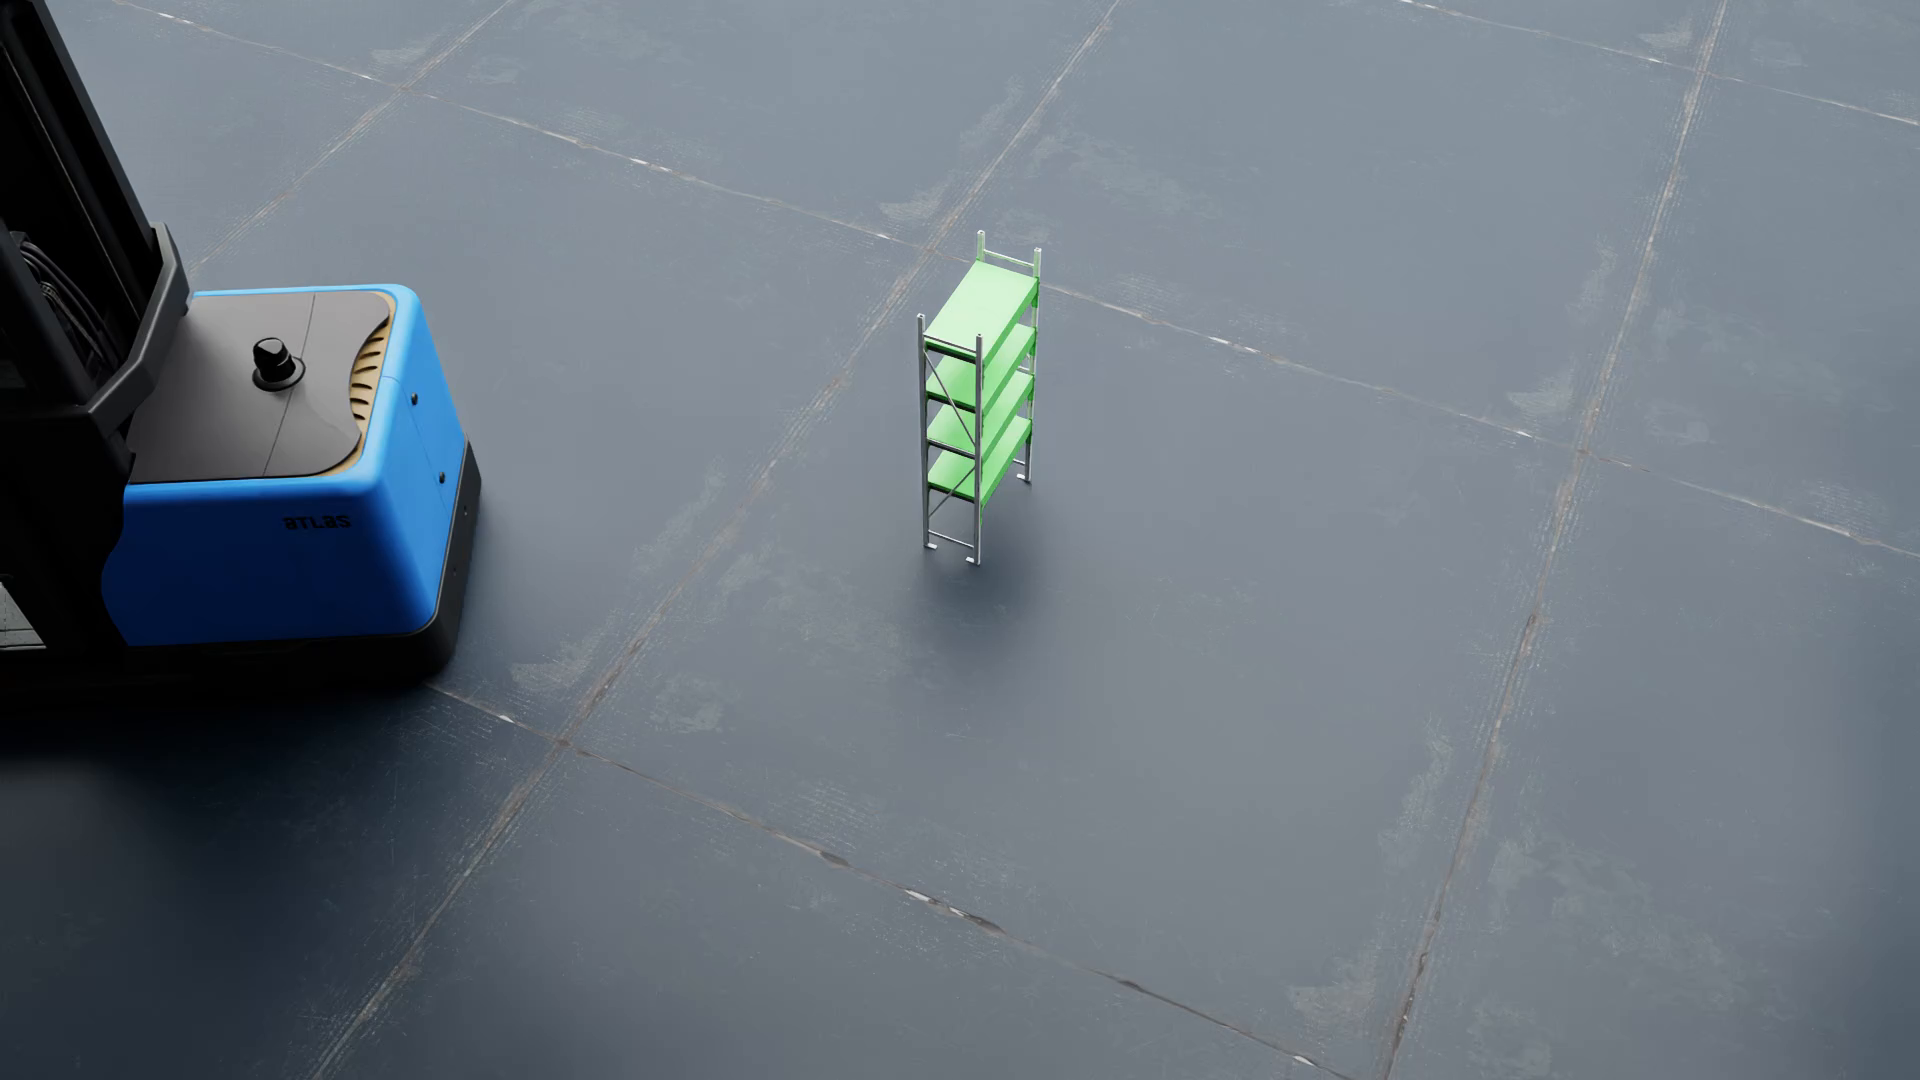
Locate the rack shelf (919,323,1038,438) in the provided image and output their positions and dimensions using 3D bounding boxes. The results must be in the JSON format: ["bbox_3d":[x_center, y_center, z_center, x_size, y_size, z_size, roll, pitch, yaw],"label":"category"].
[{"bbox_3d":[0.071,-0.617,6.071,0.258,0.148,0.480,20,52,16],"label":"rack shelf"}]

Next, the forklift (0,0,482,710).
[{"bbox_3d":[-3.403,-0.741,5.271,3.031,2.935,1.130,-3,50,-2],"label":"forklift"}]

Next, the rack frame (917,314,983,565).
[{"bbox_3d":[-0.034,-0.335,6.062,0.240,1.200,0.015,20,52,16],"label":"rack frame"}]

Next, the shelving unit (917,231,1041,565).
[{"bbox_3d":[0.071,-0.503,6.205,0.258,1.200,0.503,20,52,16],"label":"shelving unit"}]

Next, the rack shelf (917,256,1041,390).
[{"bbox_3d":[0.071,-0.772,5.888,0.258,0.148,0.480,20,52,16],"label":"rack shelf"}]

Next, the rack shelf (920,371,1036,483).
[{"bbox_3d":[0.071,-0.461,6.254,0.258,0.148,0.480,20,52,16],"label":"rack shelf"}]

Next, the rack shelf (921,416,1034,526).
[{"bbox_3d":[0.071,-0.306,6.437,0.258,0.148,0.480,20,52,16],"label":"rack shelf"}]

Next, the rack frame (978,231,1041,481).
[{"bbox_3d":[0.175,-0.671,6.348,0.240,1.200,0.015,20,52,16],"label":"rack frame"}]
